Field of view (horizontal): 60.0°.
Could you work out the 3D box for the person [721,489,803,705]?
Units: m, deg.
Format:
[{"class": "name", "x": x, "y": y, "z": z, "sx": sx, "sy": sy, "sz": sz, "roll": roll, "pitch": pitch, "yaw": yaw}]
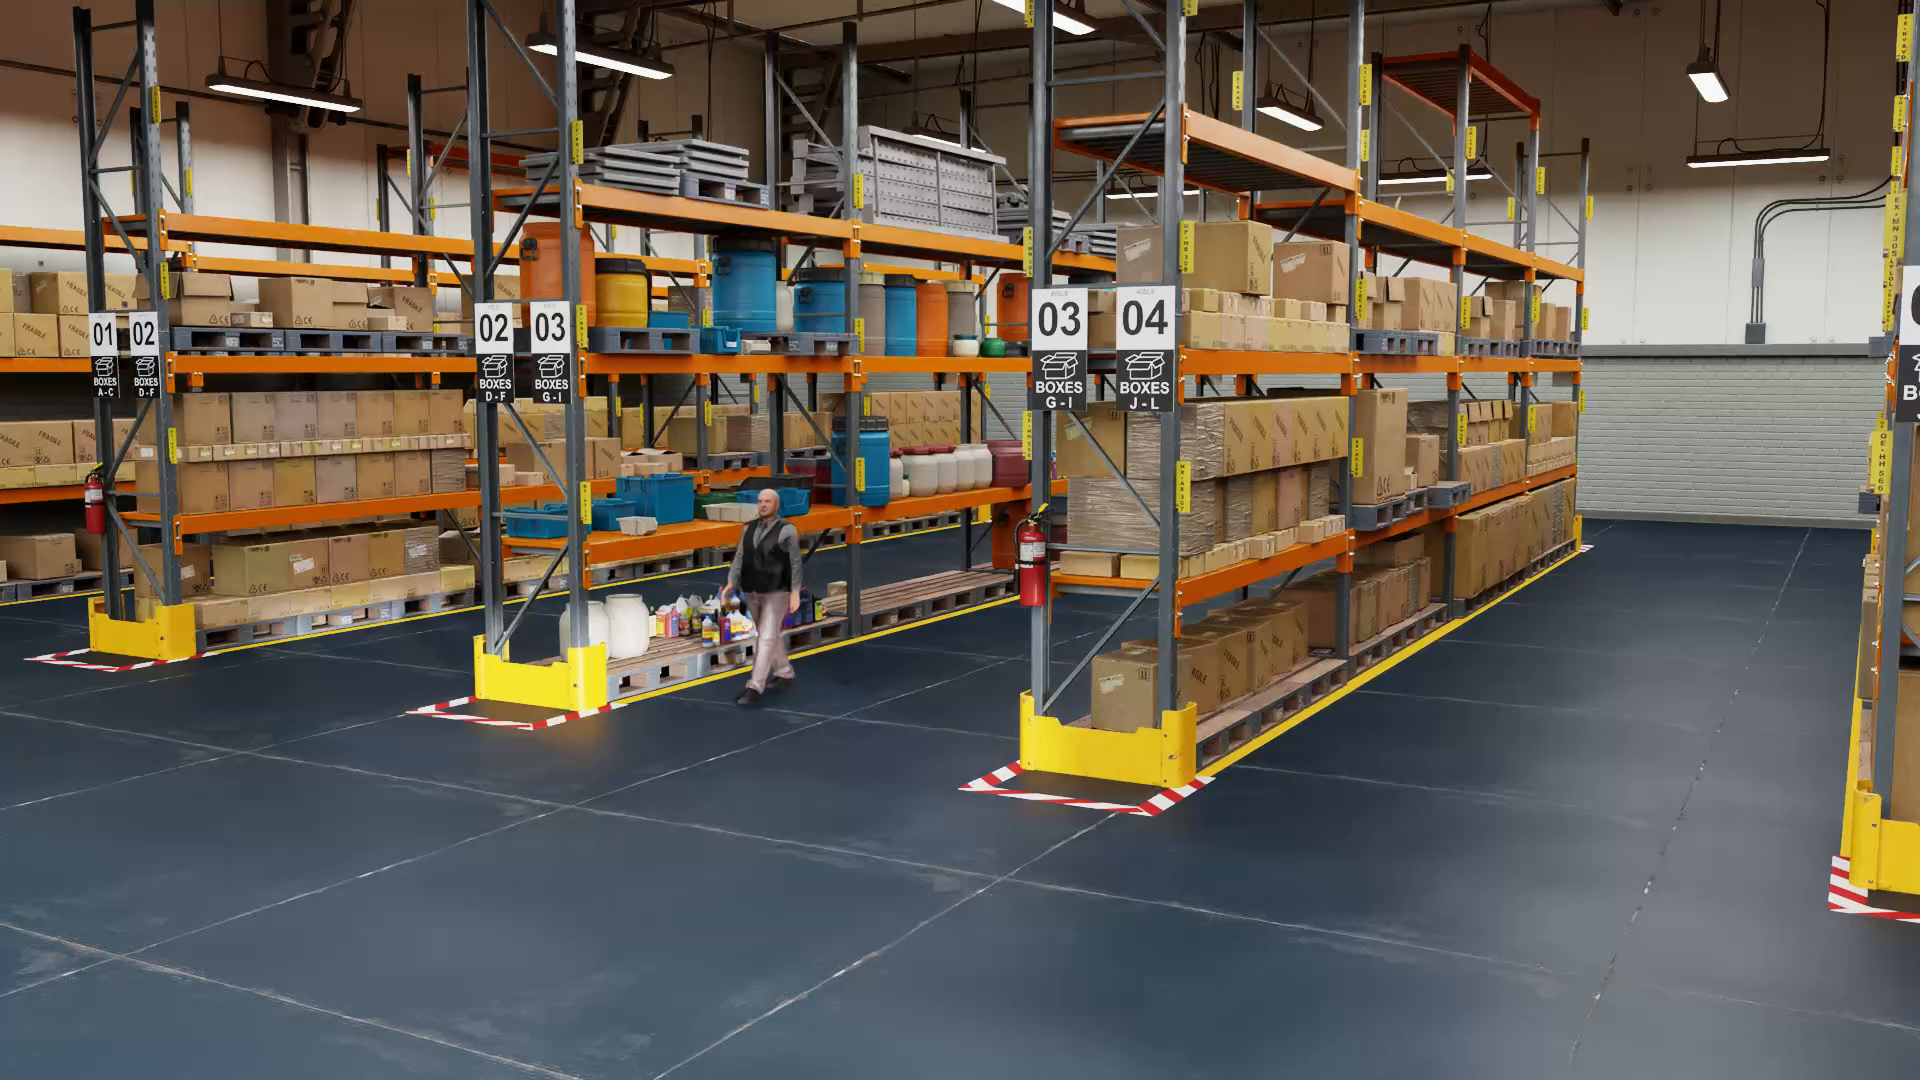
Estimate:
[{"class": "person", "x": -1.618, "y": 0.428, "z": 13.415, "sx": 0.559, "sy": 1.672, "sz": 0.957, "roll": 3, "pitch": 7, "yaw": 30}]
